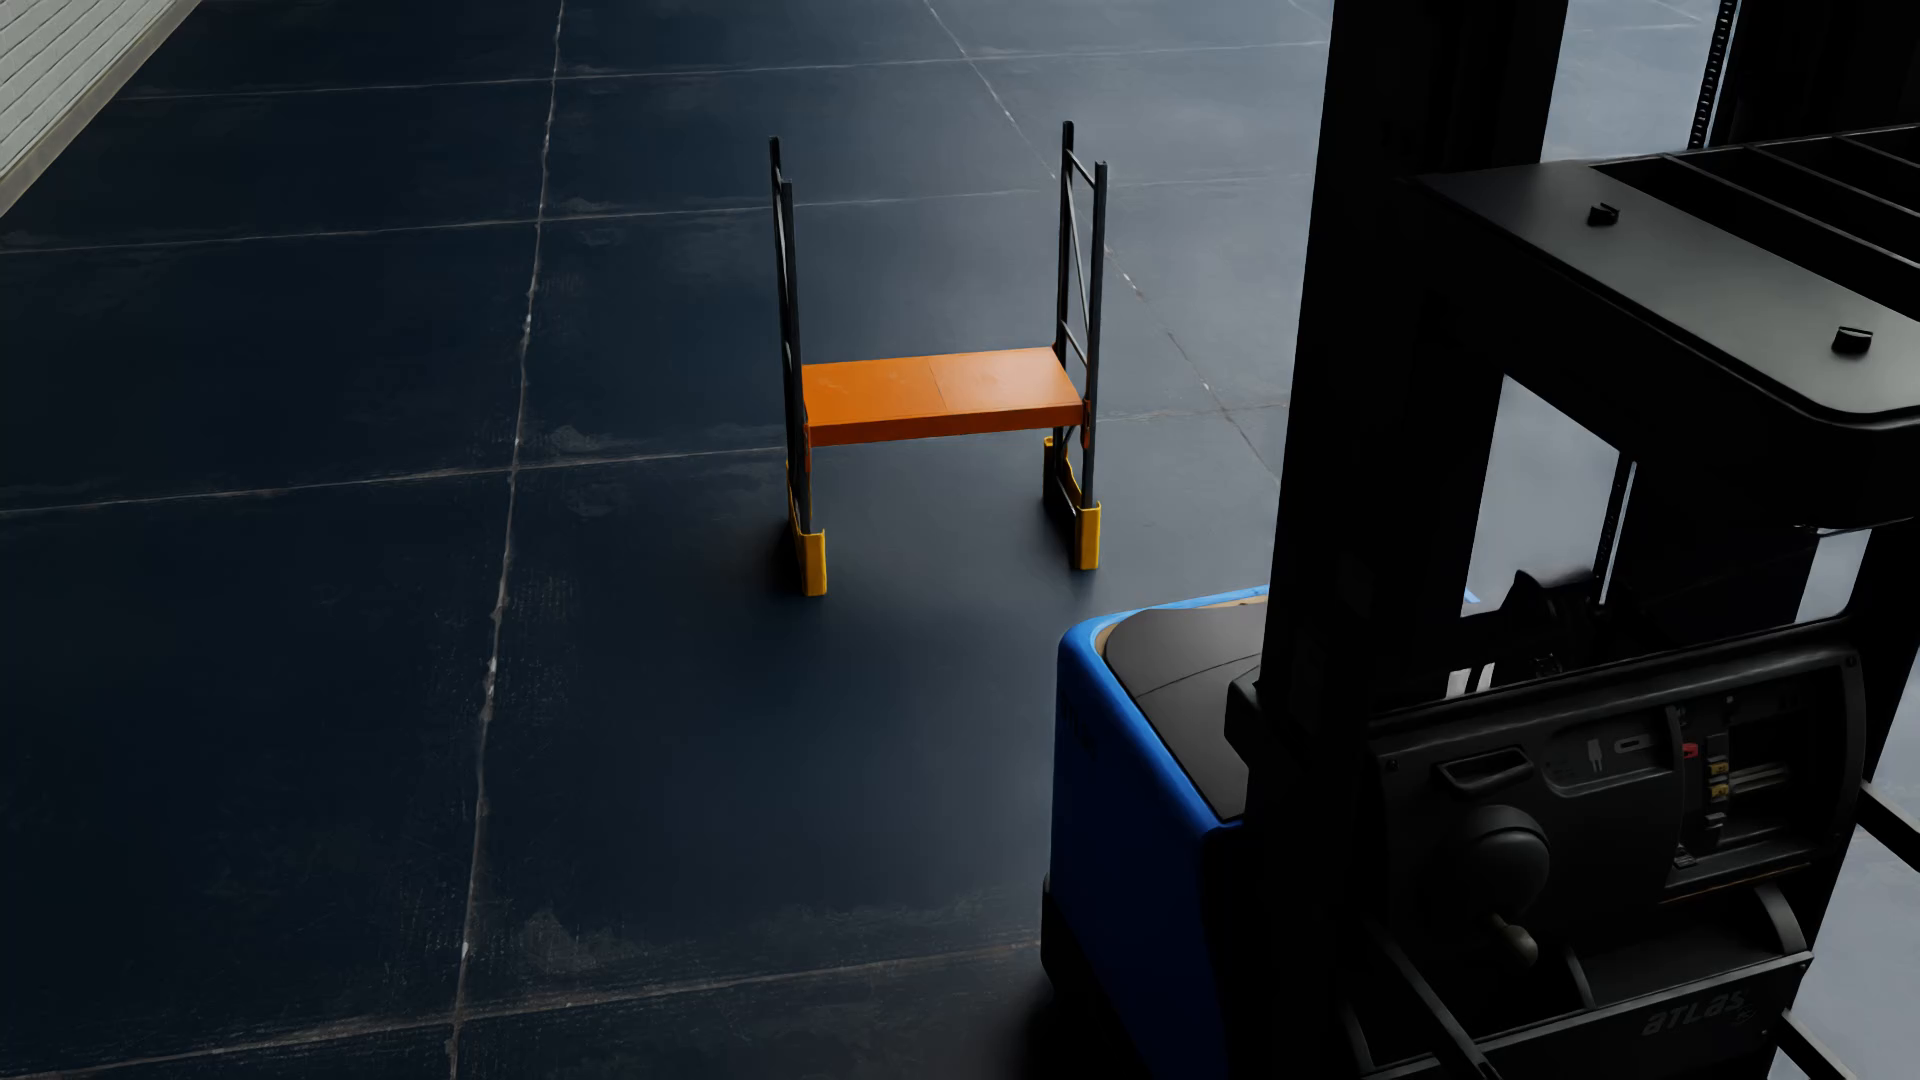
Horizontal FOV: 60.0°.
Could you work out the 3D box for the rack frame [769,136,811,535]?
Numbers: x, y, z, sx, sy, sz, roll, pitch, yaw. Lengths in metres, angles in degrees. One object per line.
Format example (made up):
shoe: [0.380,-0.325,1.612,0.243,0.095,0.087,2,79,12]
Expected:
rack frame: [-0.584,-0.592,5.778,0.032,1.500,0.500,-5,31,-9]

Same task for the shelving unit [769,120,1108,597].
shelving unit: [-0.075,-0.640,5.858,1.083,1.500,0.587,-5,31,-9]

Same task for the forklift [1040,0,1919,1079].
forklift: [1.160,0.480,2.542,1.130,2.935,3.031,-10,32,-16]

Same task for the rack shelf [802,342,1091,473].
rack shelf: [-0.084,-0.484,5.948,1.000,0.185,0.538,-5,31,-9]

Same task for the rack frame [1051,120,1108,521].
rack frame: [0.416,-0.685,5.936,0.032,1.500,0.500,-5,31,-9]

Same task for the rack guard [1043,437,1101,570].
rack guard: [0.415,-0.146,6.252,0.087,0.250,0.587,-5,31,-9]

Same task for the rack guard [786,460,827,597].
rack guard: [-0.565,-0.055,6.097,0.087,0.250,0.587,-5,31,-9]
